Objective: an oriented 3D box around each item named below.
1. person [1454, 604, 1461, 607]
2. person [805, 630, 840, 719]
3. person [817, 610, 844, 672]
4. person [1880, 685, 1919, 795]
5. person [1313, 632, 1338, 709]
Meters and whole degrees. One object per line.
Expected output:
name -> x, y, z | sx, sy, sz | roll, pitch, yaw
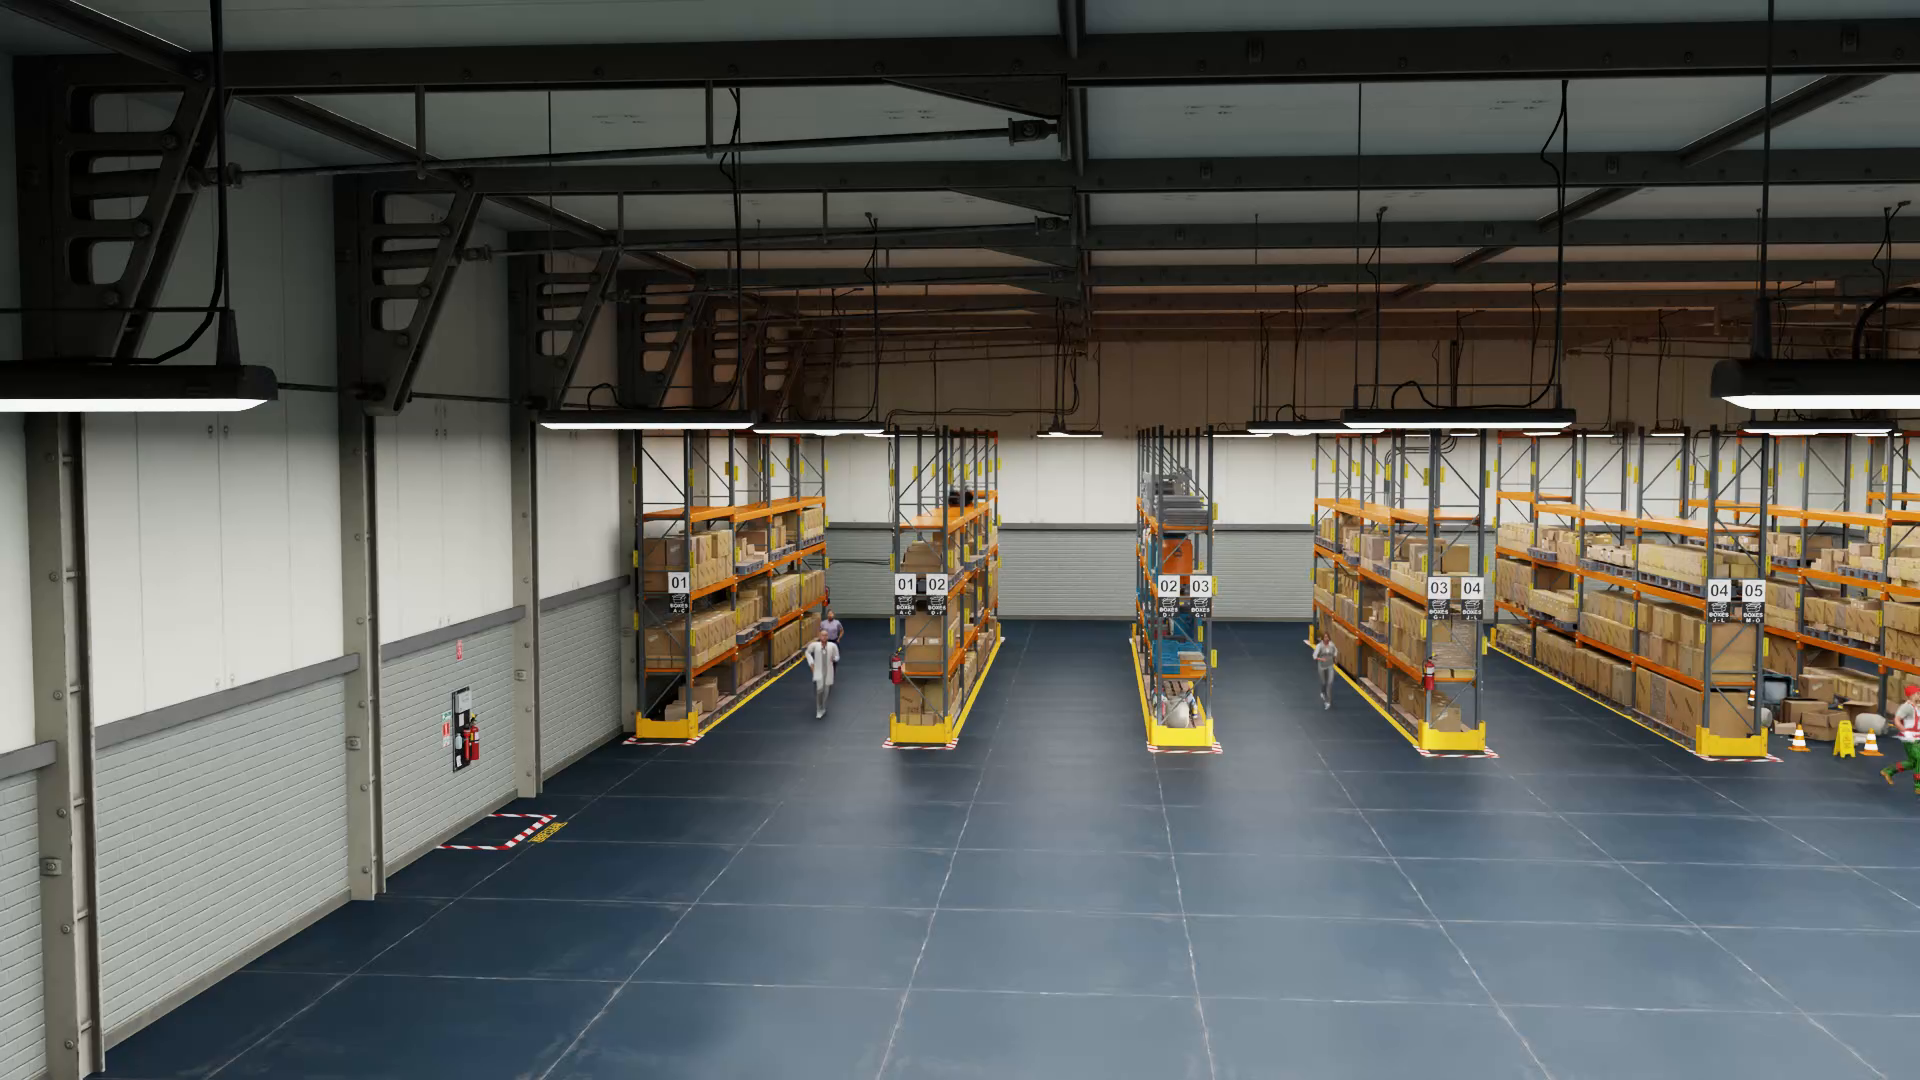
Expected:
person -> 13.661, 2.118, 46.565 | 0.764, 1.599, 0.646 | -2, 4, -34
person -> -2.825, 2.780, 34.405 | 0.681, 1.837, 0.829 | -1, 4, -15
person -> -2.954, 2.381, 38.017 | 0.614, 1.575, 0.557 | 0, 3, -5
person -> 15.333, 3.228, 26.894 | 0.827, 1.772, 0.687 | 3, 5, 43
person -> 7.860, 2.790, 35.772 | 0.569, 1.641, 0.826 | 0, 3, 1
